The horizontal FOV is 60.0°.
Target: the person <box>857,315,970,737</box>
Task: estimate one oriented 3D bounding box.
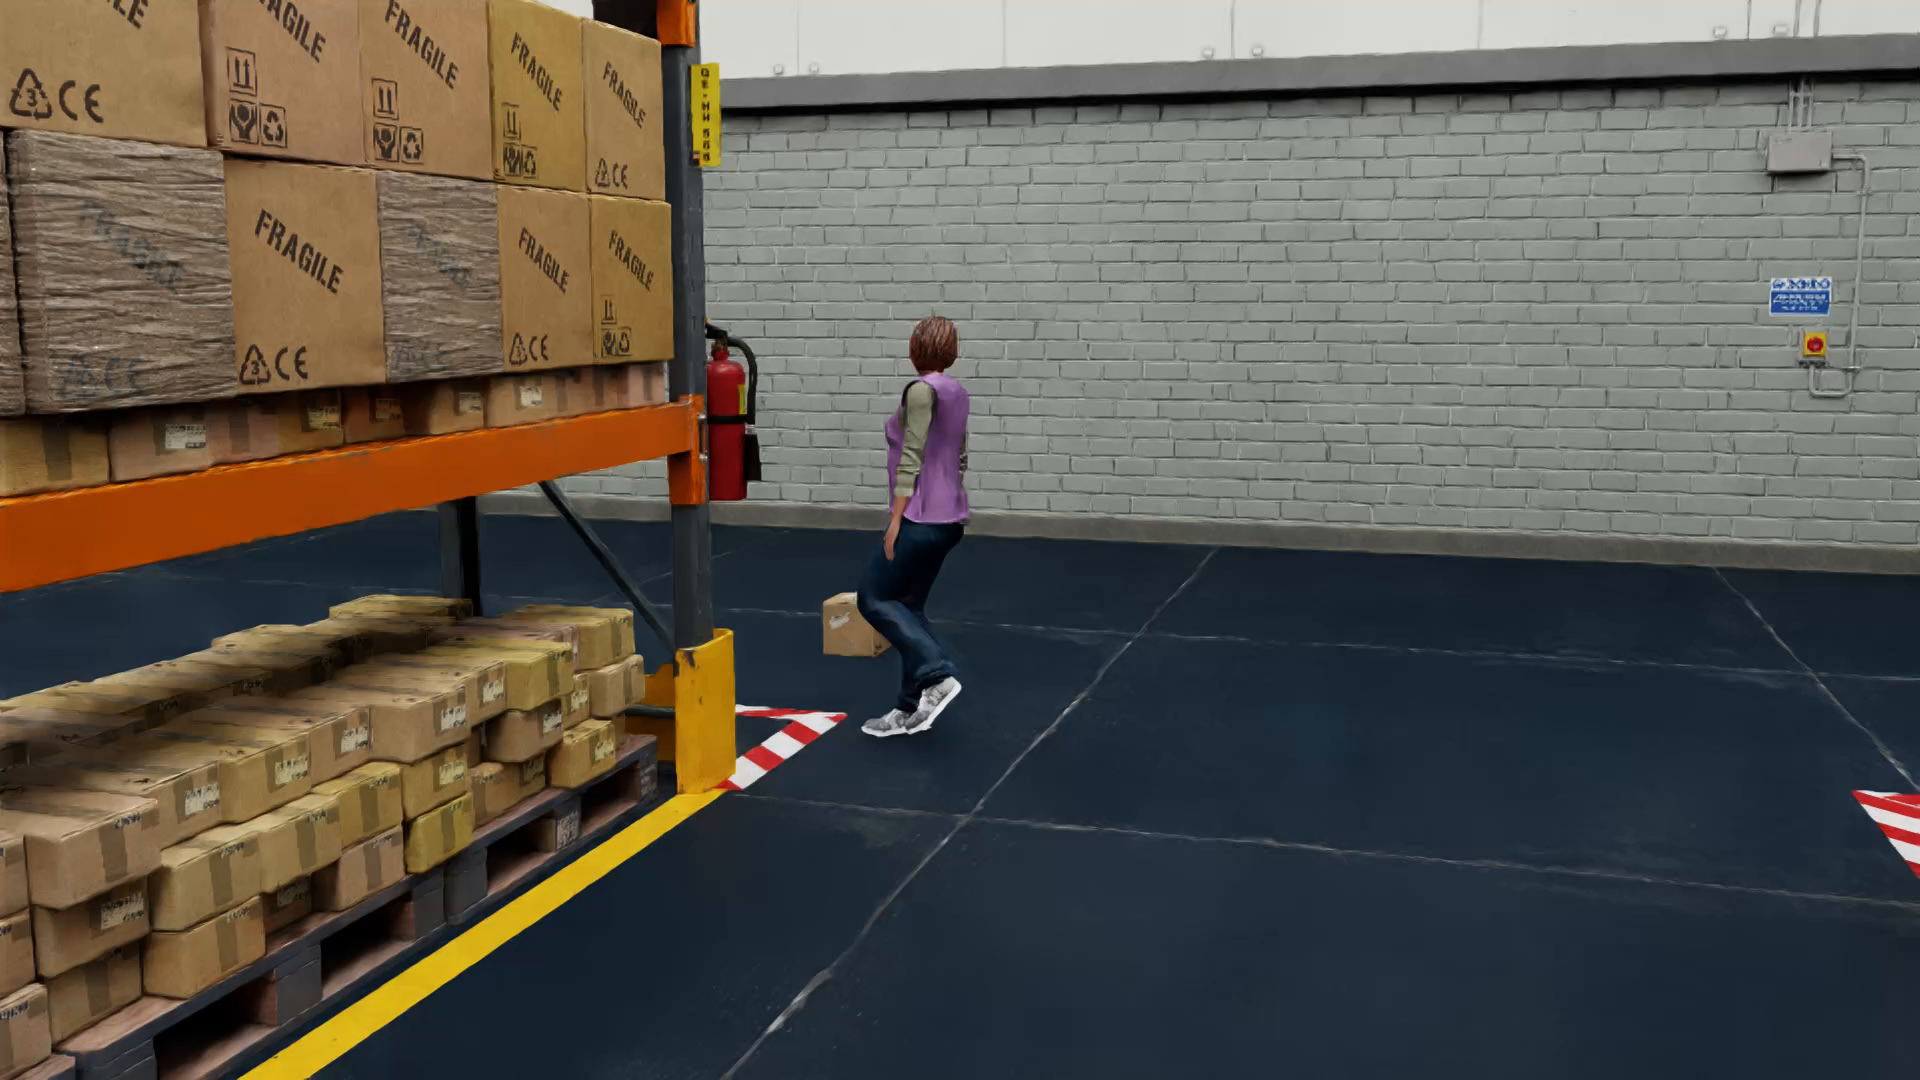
[{"bbox_3d":[-0.149,-0.049,6.260,0.415,1.578,0.547,2,9,16],"label":"person"}]
